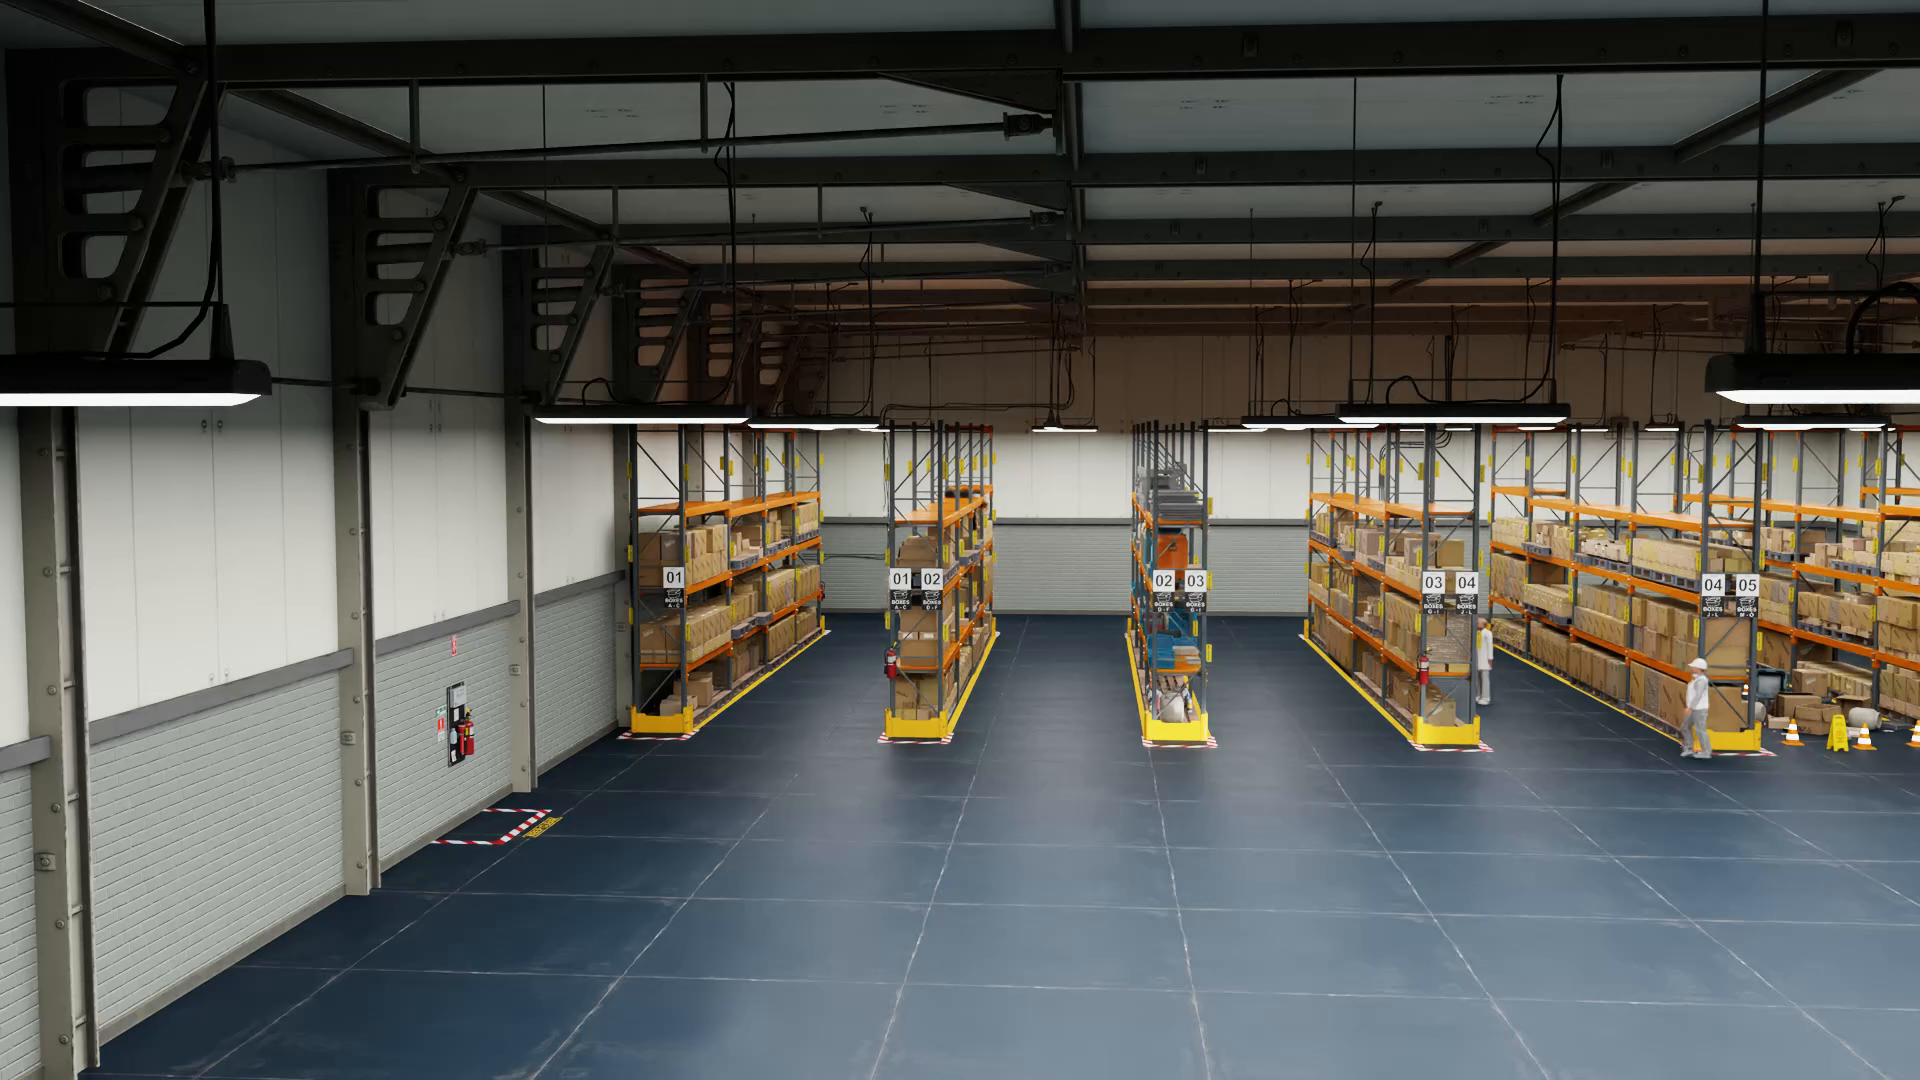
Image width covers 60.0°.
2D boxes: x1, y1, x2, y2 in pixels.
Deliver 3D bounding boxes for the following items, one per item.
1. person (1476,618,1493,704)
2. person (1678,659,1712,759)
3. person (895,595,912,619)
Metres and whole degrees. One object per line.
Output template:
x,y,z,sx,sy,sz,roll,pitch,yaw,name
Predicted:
11.141,2.580,35.626,0.457,1.802,0.680,-1,4,-16,person
12.992,3.005,29.334,0.550,1.843,0.555,1,4,17,person
-1.757,1.646,51.154,0.505,1.649,0.518,3,5,42,person
